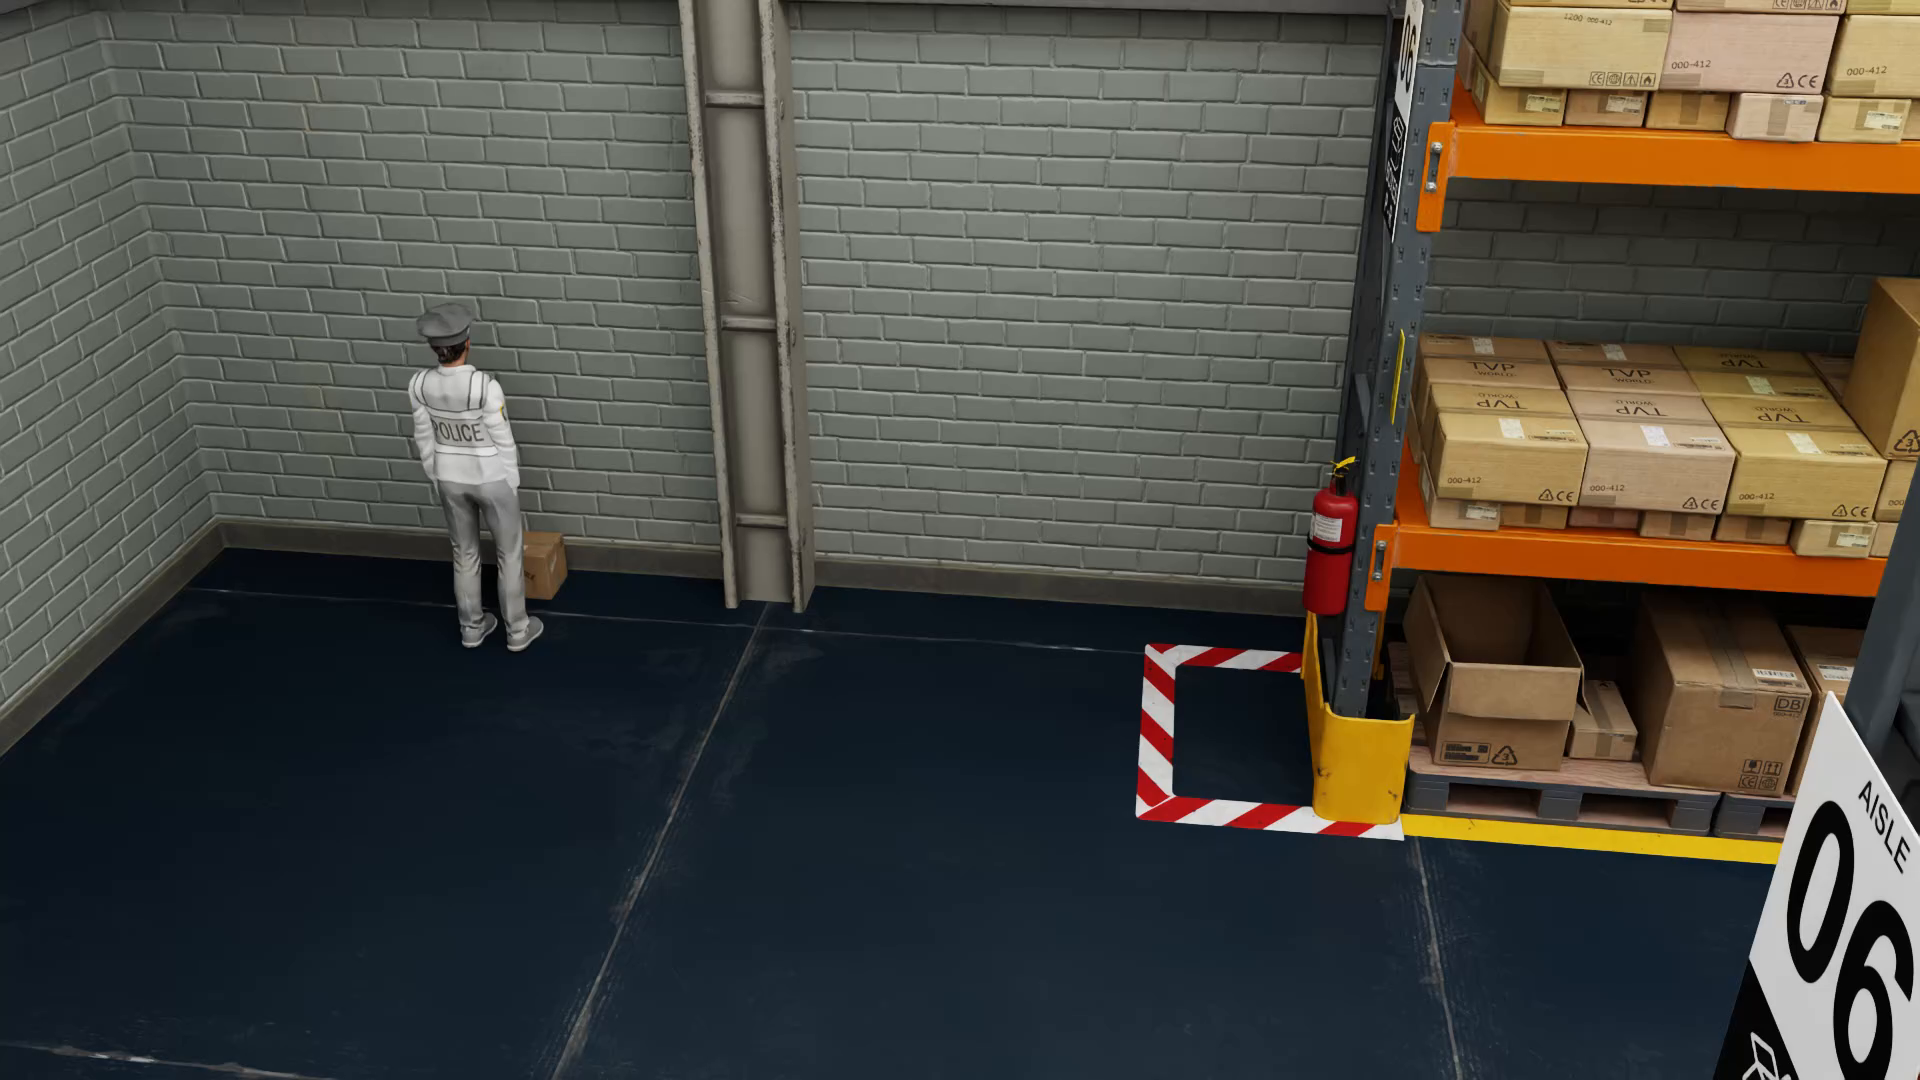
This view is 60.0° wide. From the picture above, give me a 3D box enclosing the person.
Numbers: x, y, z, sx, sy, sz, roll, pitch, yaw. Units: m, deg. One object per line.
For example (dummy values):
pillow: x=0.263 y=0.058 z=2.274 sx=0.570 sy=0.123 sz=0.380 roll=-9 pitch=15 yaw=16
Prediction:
person: x=-2.223 y=-0.271 z=7.618 sx=0.467 sy=1.671 sz=0.330 roll=4 pitch=29 yaw=8
